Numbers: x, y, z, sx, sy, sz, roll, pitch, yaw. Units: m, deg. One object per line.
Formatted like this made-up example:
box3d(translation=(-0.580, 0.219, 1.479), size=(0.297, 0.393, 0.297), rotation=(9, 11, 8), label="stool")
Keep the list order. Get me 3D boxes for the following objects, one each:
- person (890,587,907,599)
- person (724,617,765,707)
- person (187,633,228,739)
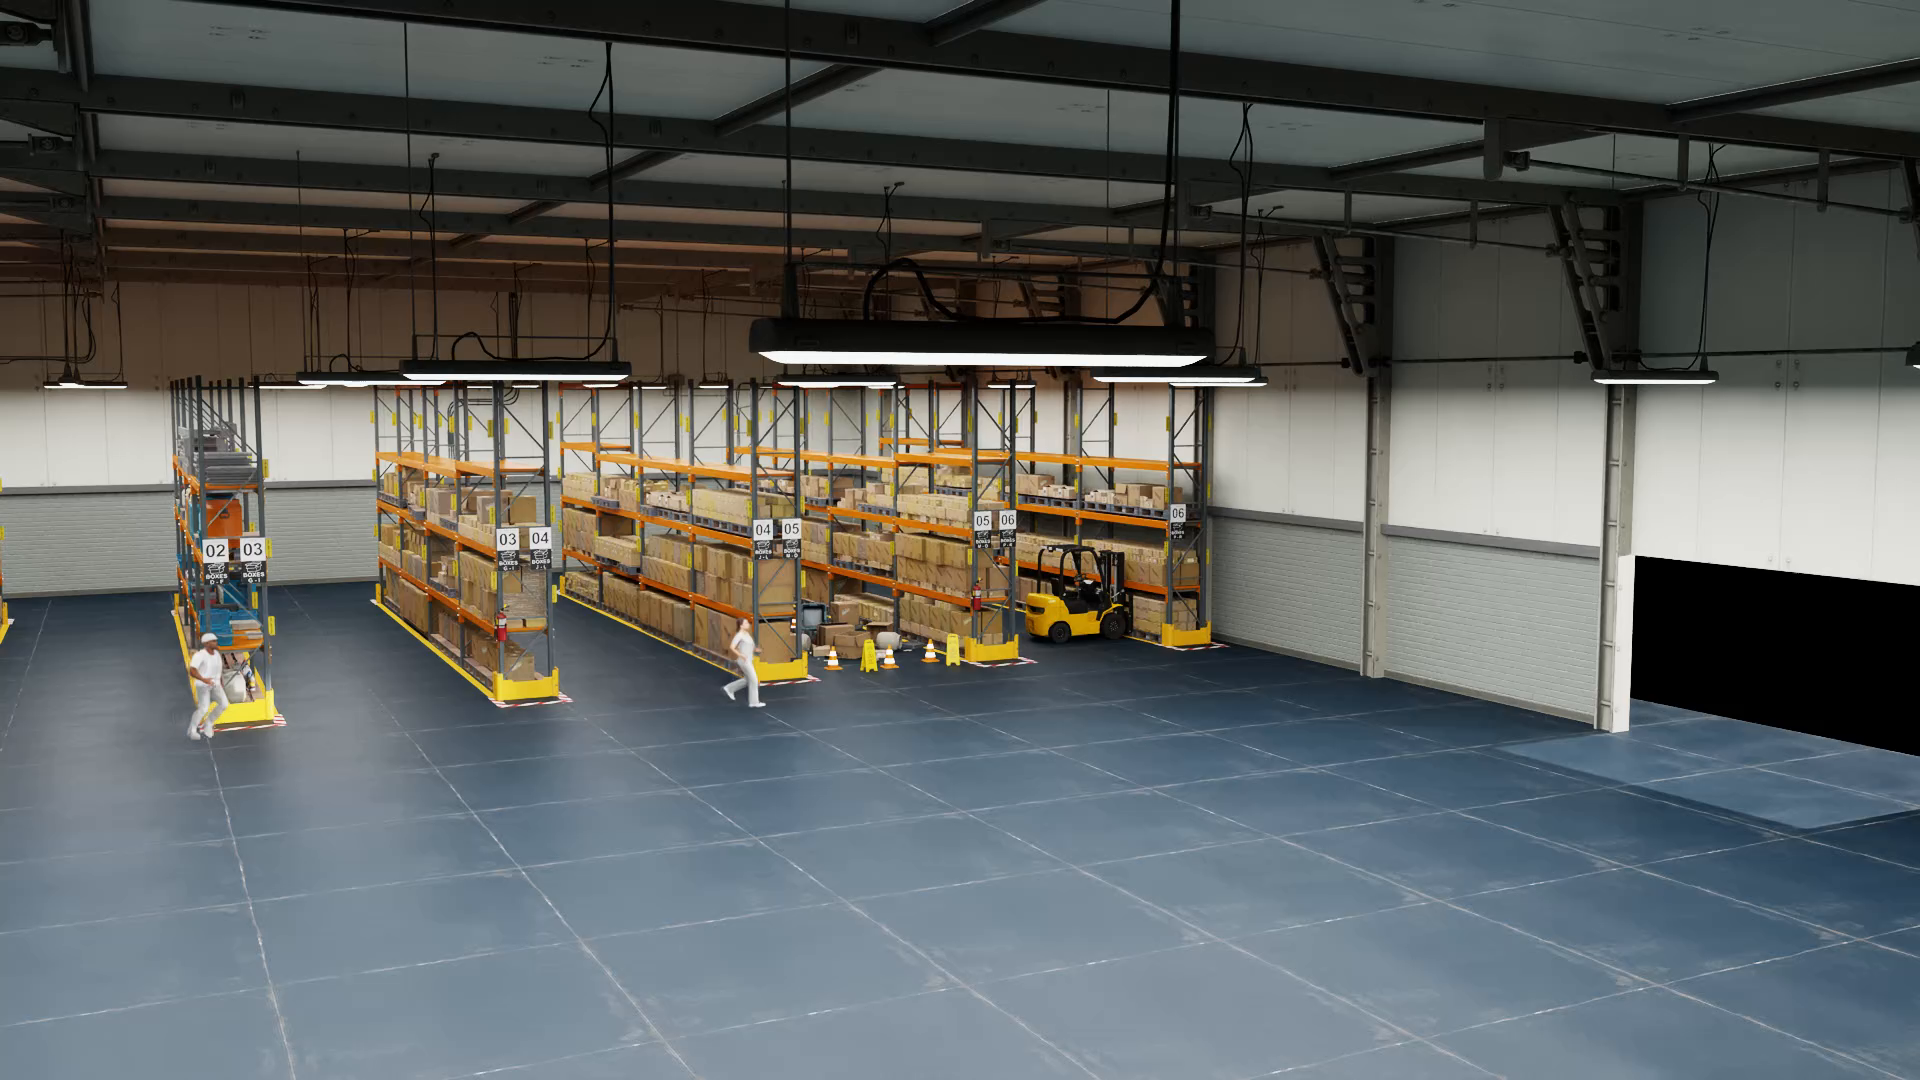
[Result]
box3d(translation=(-1.636, 0.795, 43.726), size=(0.726, 1.831, 0.951), rotation=(-2, 6, -25), label="person")
box3d(translation=(-3.942, 2.216, 30.230), size=(0.829, 1.638, 0.577), rotation=(1, 5, 14), label="person")
box3d(translation=(-12.448, 2.412, 27.603), size=(0.611, 1.725, 0.763), rotation=(2, 5, 18), label="person")
